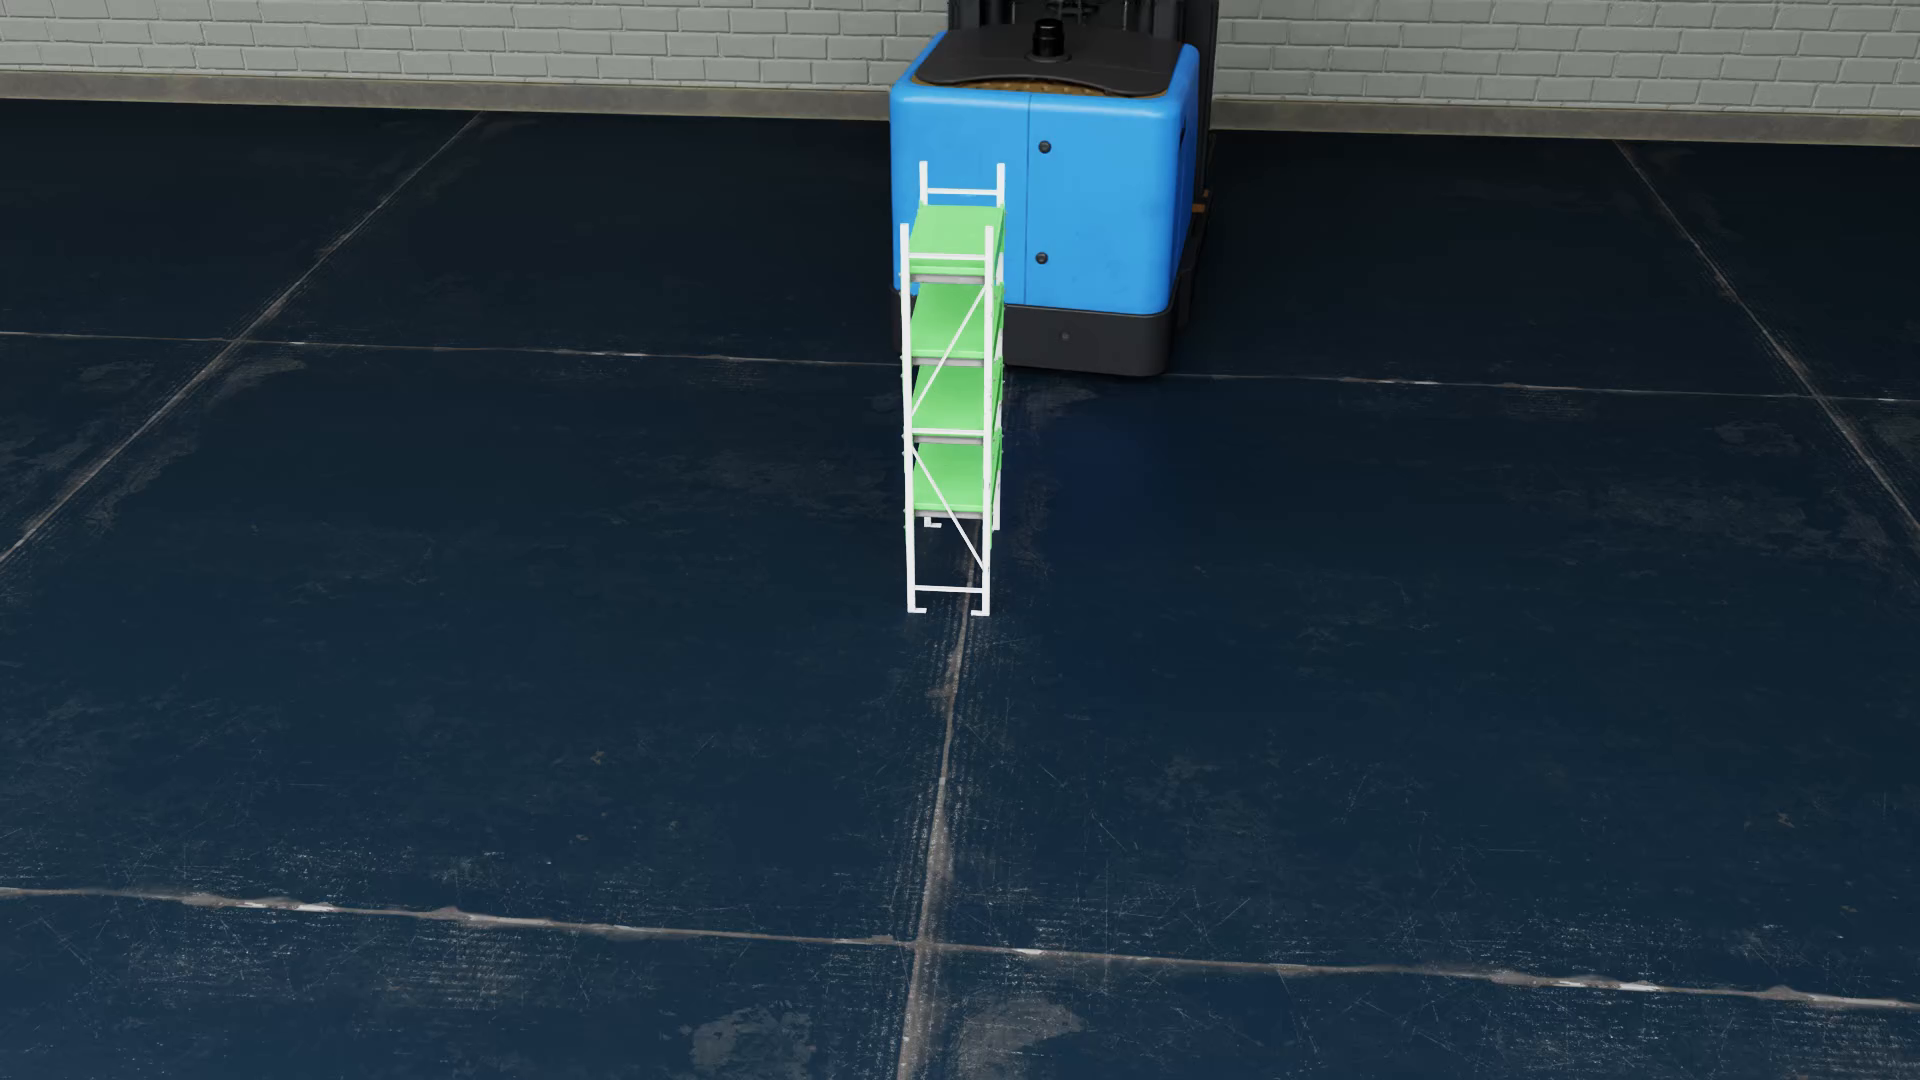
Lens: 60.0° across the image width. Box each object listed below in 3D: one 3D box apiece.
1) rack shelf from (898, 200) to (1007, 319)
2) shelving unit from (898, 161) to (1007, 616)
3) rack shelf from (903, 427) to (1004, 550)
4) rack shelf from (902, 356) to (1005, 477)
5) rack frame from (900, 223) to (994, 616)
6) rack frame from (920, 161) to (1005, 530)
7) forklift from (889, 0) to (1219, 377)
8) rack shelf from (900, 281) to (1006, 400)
[{"bbox_3d":[-0.013,-0.778,4.576,0.258,0.148,0.480,2,32,4],"label":"rack shelf"},{"bbox_3d":[-0.013,-0.424,4.795,0.258,1.200,0.503,2,32,4],"label":"shelving unit"},{"bbox_3d":[-0.013,-0.166,4.954,0.258,0.148,0.480,2,32,4],"label":"rack shelf"},{"bbox_3d":[-0.013,-0.370,4.828,0.258,0.148,0.480,2,32,4],"label":"rack shelf"},{"bbox_3d":[-0.033,-0.297,4.588,0.240,1.200,0.015,2,32,4],"label":"rack frame"},{"bbox_3d":[0.006,-0.552,5.002,0.240,1.200,0.015,2,32,4],"label":"rack frame"},{"bbox_3d":[0.544,-2.607,6.687,1.130,2.935,3.031,6,32,10],"label":"forklift"},{"bbox_3d":[-0.013,-0.574,4.702,0.258,0.148,0.480,2,32,4],"label":"rack shelf"}]
